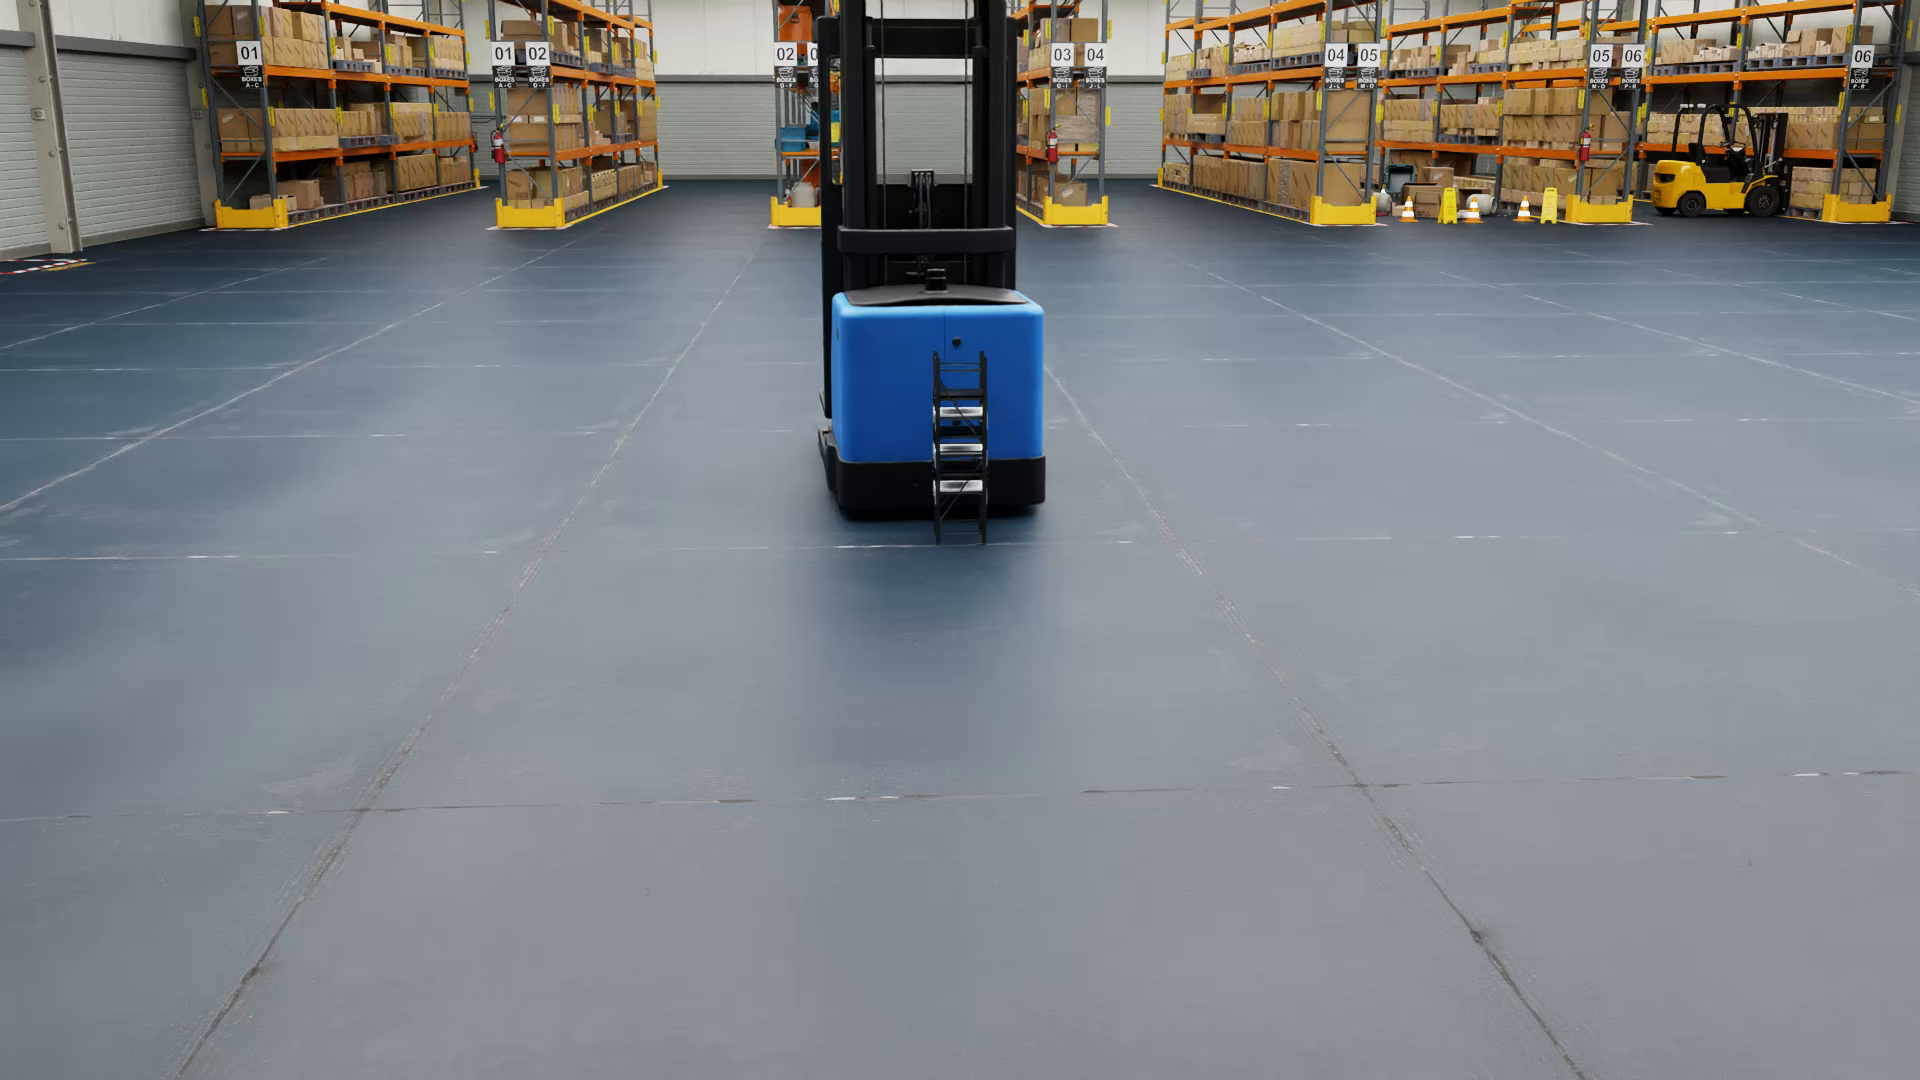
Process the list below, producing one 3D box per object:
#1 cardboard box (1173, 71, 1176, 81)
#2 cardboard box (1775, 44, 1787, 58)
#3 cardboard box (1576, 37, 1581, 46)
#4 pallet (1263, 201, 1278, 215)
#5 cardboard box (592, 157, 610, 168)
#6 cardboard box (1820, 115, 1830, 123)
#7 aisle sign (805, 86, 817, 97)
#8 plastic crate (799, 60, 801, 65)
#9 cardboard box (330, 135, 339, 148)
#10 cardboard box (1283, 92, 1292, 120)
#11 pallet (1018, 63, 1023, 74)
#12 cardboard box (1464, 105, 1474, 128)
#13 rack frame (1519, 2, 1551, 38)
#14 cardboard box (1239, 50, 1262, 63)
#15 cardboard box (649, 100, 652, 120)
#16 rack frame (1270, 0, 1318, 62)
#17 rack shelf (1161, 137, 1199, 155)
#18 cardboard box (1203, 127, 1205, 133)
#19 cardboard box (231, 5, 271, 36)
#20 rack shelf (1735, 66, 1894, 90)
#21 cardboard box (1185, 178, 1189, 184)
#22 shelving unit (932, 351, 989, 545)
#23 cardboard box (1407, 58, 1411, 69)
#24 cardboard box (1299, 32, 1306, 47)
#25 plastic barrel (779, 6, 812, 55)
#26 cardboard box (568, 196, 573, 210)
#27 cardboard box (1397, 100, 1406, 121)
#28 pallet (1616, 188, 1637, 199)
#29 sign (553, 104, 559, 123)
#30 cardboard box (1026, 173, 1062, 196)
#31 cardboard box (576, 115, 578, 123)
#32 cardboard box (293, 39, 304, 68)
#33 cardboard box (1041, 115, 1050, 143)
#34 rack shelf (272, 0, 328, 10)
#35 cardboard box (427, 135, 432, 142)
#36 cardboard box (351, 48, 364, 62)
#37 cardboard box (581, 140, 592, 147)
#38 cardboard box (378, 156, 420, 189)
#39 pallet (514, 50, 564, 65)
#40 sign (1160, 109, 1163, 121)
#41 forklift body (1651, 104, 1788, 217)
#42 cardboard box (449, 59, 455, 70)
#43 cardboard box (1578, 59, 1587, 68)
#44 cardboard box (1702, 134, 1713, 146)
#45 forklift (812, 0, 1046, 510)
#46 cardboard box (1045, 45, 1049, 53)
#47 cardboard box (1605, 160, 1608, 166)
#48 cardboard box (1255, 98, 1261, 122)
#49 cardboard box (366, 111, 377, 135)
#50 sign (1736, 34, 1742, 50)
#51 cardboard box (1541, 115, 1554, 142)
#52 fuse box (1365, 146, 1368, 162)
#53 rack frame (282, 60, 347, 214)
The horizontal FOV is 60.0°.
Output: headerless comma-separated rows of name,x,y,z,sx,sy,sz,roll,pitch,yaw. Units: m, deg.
cardboard box,5.948,-12.316,44.155,0.500,0.250,0.500,-1,14,-5
cardboard box,16.523,-9.771,33.188,0.396,0.266,0.258,-1,14,-5
cardboard box,11.734,-9.294,31.014,0.380,0.149,0.250,-1,14,-2
pallet,6.815,-6.785,33.975,1.003,0.211,1.213,-1,14,-3
cardboard box,-8.614,-8.980,39.538,0.500,0.250,0.500,-1,14,-4
cardboard box,16.635,-8.018,31.667,0.380,0.149,0.250,-1,14,-3
aisle sign,-4.099,-12.455,45.197,0.394,0.787,0.004,-1,14,-3
plastic crate,-3.229,-9.152,31.981,0.336,0.188,0.450,-1,14,-3
cardboard box,-12.611,-7.869,32.852,0.500,0.250,0.500,-1,14,-3
cardboard box,6.880,-8.558,32.800,0.875,0.550,0.550,-1,14,-3
pallet,1.890,-10.049,35.422,1.213,0.211,1.003,-1,14,-3
cardboard box,11.431,-9.317,36.577,0.500,0.500,0.500,-1,14,-6
rack frame,15.990,-14.395,45.915,1.000,3.000,0.127,-1,14,-3
cardboard box,6.454,-10.645,36.616,0.500,0.250,0.500,0,14,-2
cardboard box,-8.371,-11.279,43.635,0.500,0.500,0.500,0,14,-2
rack frame,6.846,-11.231,33.619,1.000,3.000,0.127,-1,14,-3
rack shelf,6.226,-10.465,44.122,1.077,0.370,4.000,-1,14,-3
cardboard box,6.034,-9.837,39.902,0.380,0.149,0.250,0,14,-2
cardboard box,-12.476,-9.145,29.283,0.500,0.500,0.500,-2,15,-7
rack shelf,16.858,-9.112,32.846,1.077,0.370,4.000,-1,14,-3
cardboard box,5.986,-9.231,42.761,0.380,0.149,0.250,-1,14,-3
shelving unit,0.000,-0.438,7.922,0.258,0.900,0.210,-1,14,-3
cardboard box,11.048,-11.548,40.298,0.396,0.266,0.258,0,14,1
cardboard box,6.724,-9.474,31.469,0.500,0.250,0.500,-1,14,-4
plastic barrel,-2.964,-9.186,29.986,0.600,0.830,0.708,-1,14,-3
cardboard box,-7.627,-6.385,31.498,0.500,0.250,0.500,-1,14,-3
cardboard box,11.112,-10.585,40.940,0.500,0.500,0.500,-1,14,-5
pallet,16.477,-8.336,40.001,1.003,0.211,1.213,-1,14,-3
sign,-7.197,-7.593,29.619,0.100,0.325,0.005,-1,14,-3
cardboard box,1.826,-7.688,36.021,0.700,0.500,0.500,-2,15,-8
cardboard box,-7.736,-8.294,32.741,0.380,0.149,0.250,-1,14,-5
cardboard box,-12.554,-9.044,30.898,0.500,0.500,0.500,0,14,0
cardboard box,1.979,-7.732,31.260,0.875,0.500,0.500,-1,14,-3
rack shelf,-12.819,-10.103,30.685,1.077,0.370,4.000,-1,14,-3
cardboard box,-13.095,-9.781,40.485,0.380,0.149,0.250,-1,14,-2
cardboard box,-13.203,-10.229,35.494,0.797,0.503,0.637,1,14,4
cardboard box,-7.850,-8.225,34.476,0.380,0.149,0.250,-1,14,-3
cardboard box,-13.153,-8.605,38.923,0.750,0.750,0.750,-1,14,-4
pallet,-7.769,-8.714,30.032,1.003,0.211,1.213,-1,14,-3
sign,5.561,-11.721,45.825,0.100,0.325,0.005,-1,14,-3
forklift body,15.043,-7.543,33.026,2.313,2.155,1.214,-1,14,-3
cardboard box,-13.305,-12.225,42.757,0.500,0.250,0.500,-1,14,-5
cardboard box,11.726,-8.848,30.881,0.380,0.149,0.250,-1,14,-3
cardboard box,16.405,-8.679,36.039,0.500,0.250,0.500,-1,14,-4
forklift,-0.262,-1.888,9.481,1.130,2.935,3.031,-2,15,-7
cardboard box,1.783,-9.050,30.662,0.380,0.149,0.250,-2,15,-6
cardboard box,16.184,-9.318,41.094,0.380,0.149,0.250,-1,14,-3
cardboard box,6.744,-9.236,35.695,0.700,0.500,0.500,-1,14,-3
cardboard box,-13.090,-9.046,36.082,0.700,0.500,0.500,-2,15,-9
sign,16.193,-10.350,34.544,0.100,0.325,0.005,-1,14,-3
cardboard box,11.665,-8.005,32.322,0.500,0.500,0.500,-1,14,-4
fuse box,12.769,-12.186,51.955,0.539,1.711,0.414,-1,14,-3
rack frame,-12.943,-8.045,33.275,1.000,3.000,0.127,-1,14,-3
